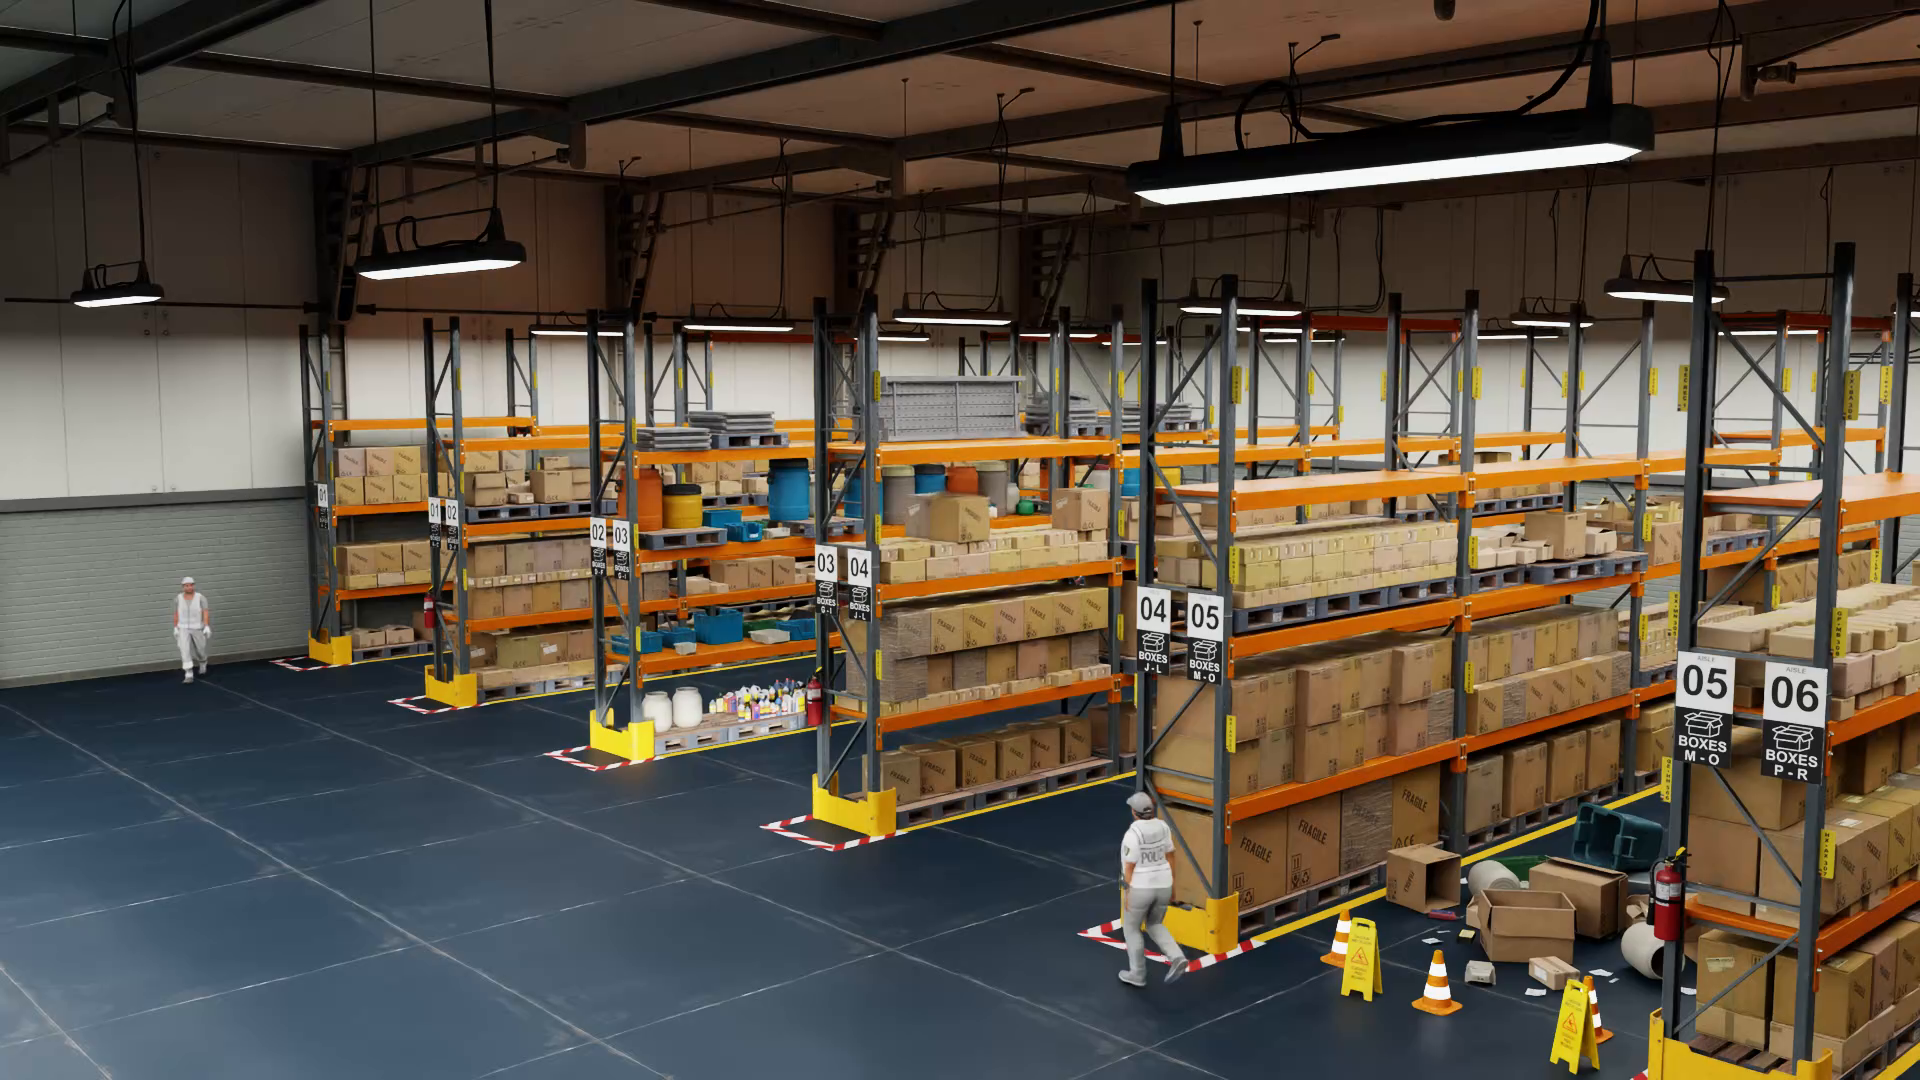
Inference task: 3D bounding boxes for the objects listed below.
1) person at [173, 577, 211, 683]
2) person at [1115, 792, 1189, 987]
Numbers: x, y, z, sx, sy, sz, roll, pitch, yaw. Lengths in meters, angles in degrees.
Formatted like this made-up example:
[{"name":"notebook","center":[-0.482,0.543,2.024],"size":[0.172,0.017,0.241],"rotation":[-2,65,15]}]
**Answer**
[{"name":"person","center":[-12.828,1.482,27.783],"size":[0.599,1.760,0.963],"rotation":[-1,6,-13]},{"name":"person","center":[1.604,2.931,13.905],"size":[0.495,1.643,0.620],"rotation":[-4,7,-34]}]
